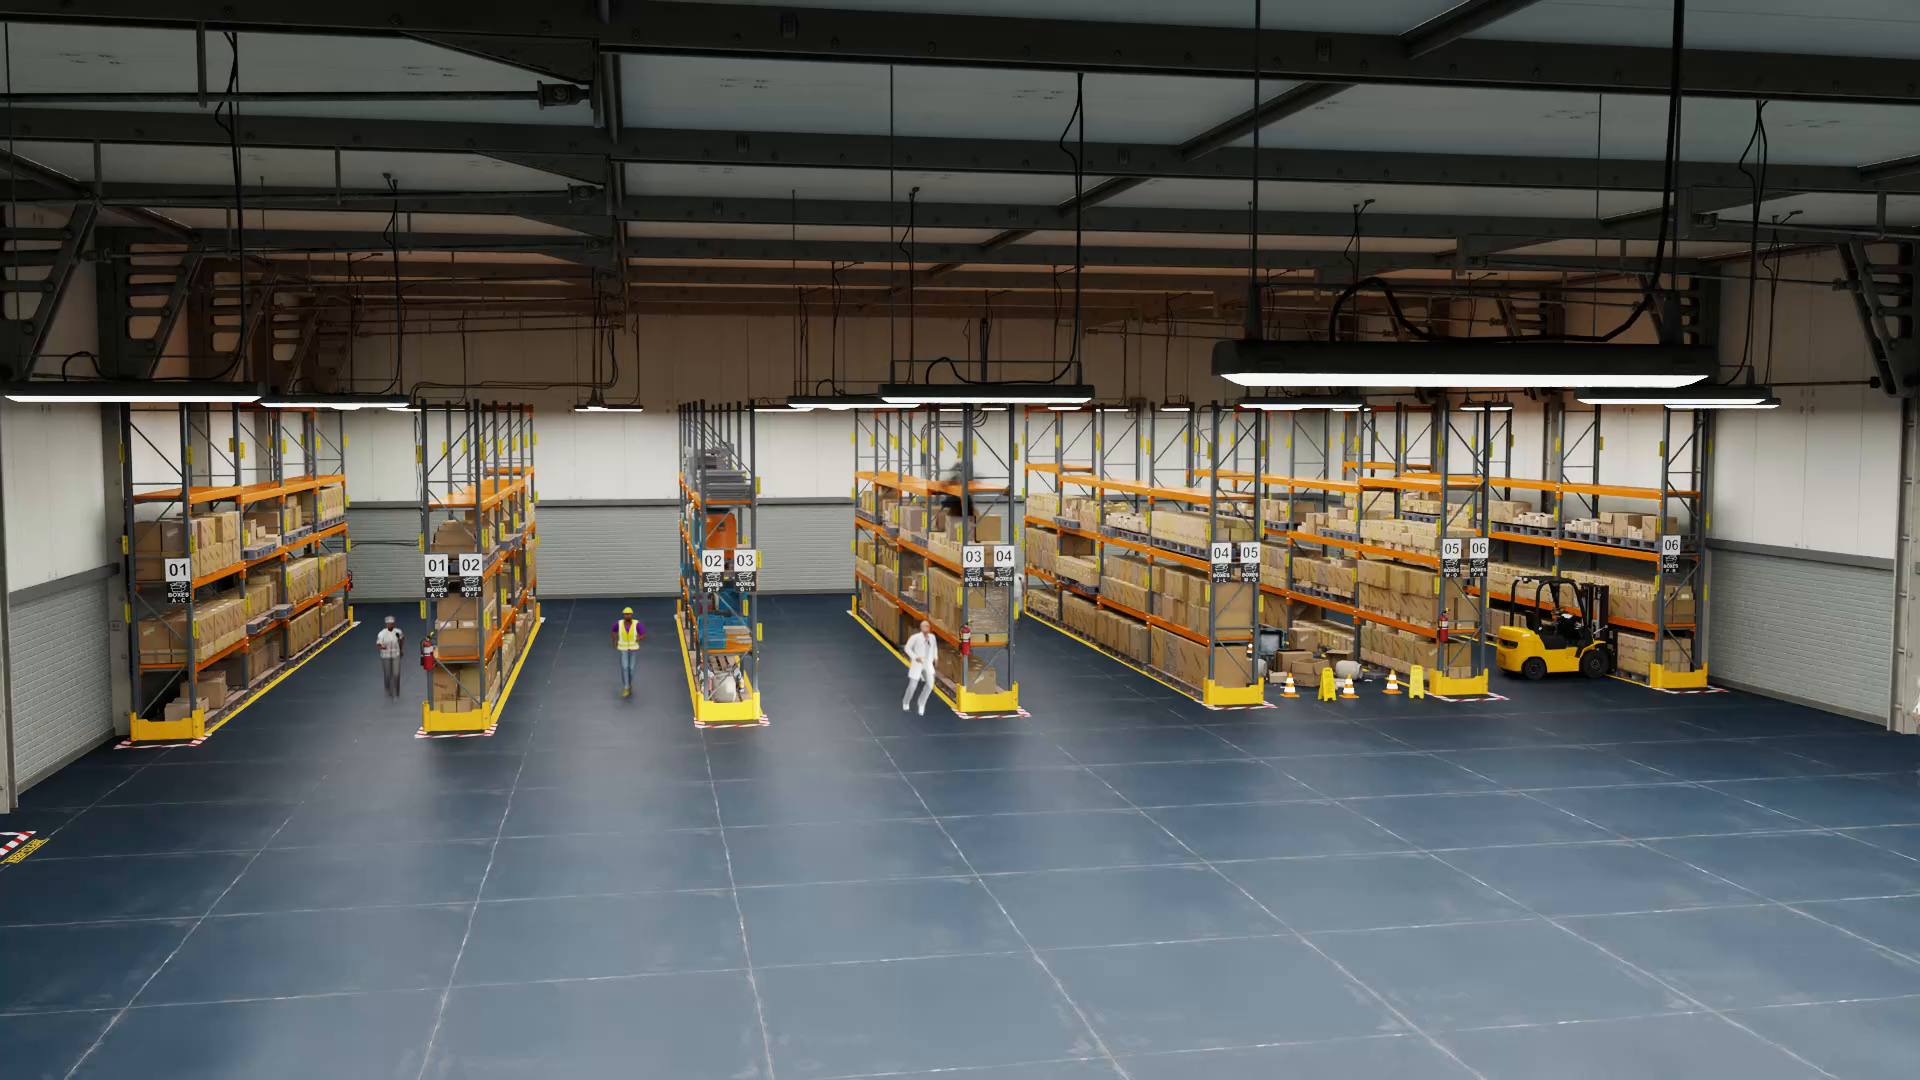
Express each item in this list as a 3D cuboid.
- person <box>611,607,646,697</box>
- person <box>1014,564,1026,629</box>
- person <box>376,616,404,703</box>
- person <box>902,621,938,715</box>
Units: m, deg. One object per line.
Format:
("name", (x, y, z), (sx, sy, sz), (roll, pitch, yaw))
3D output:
("person", (-6.777, 2.277, 34.068), (0.680, 1.822, 0.794), (-1, 5, -17))
("person", (1.472, 1.502, 44.390), (0.665, 1.759, 0.629), (0, 4, -6))
("person", (-11.412, 2.369, 33.330), (0.543, 1.724, 0.869), (-2, 5, -22))
("person", (-0.731, 2.442, 32.025), (0.755, 1.777, 0.730), (-2, 5, -26))
